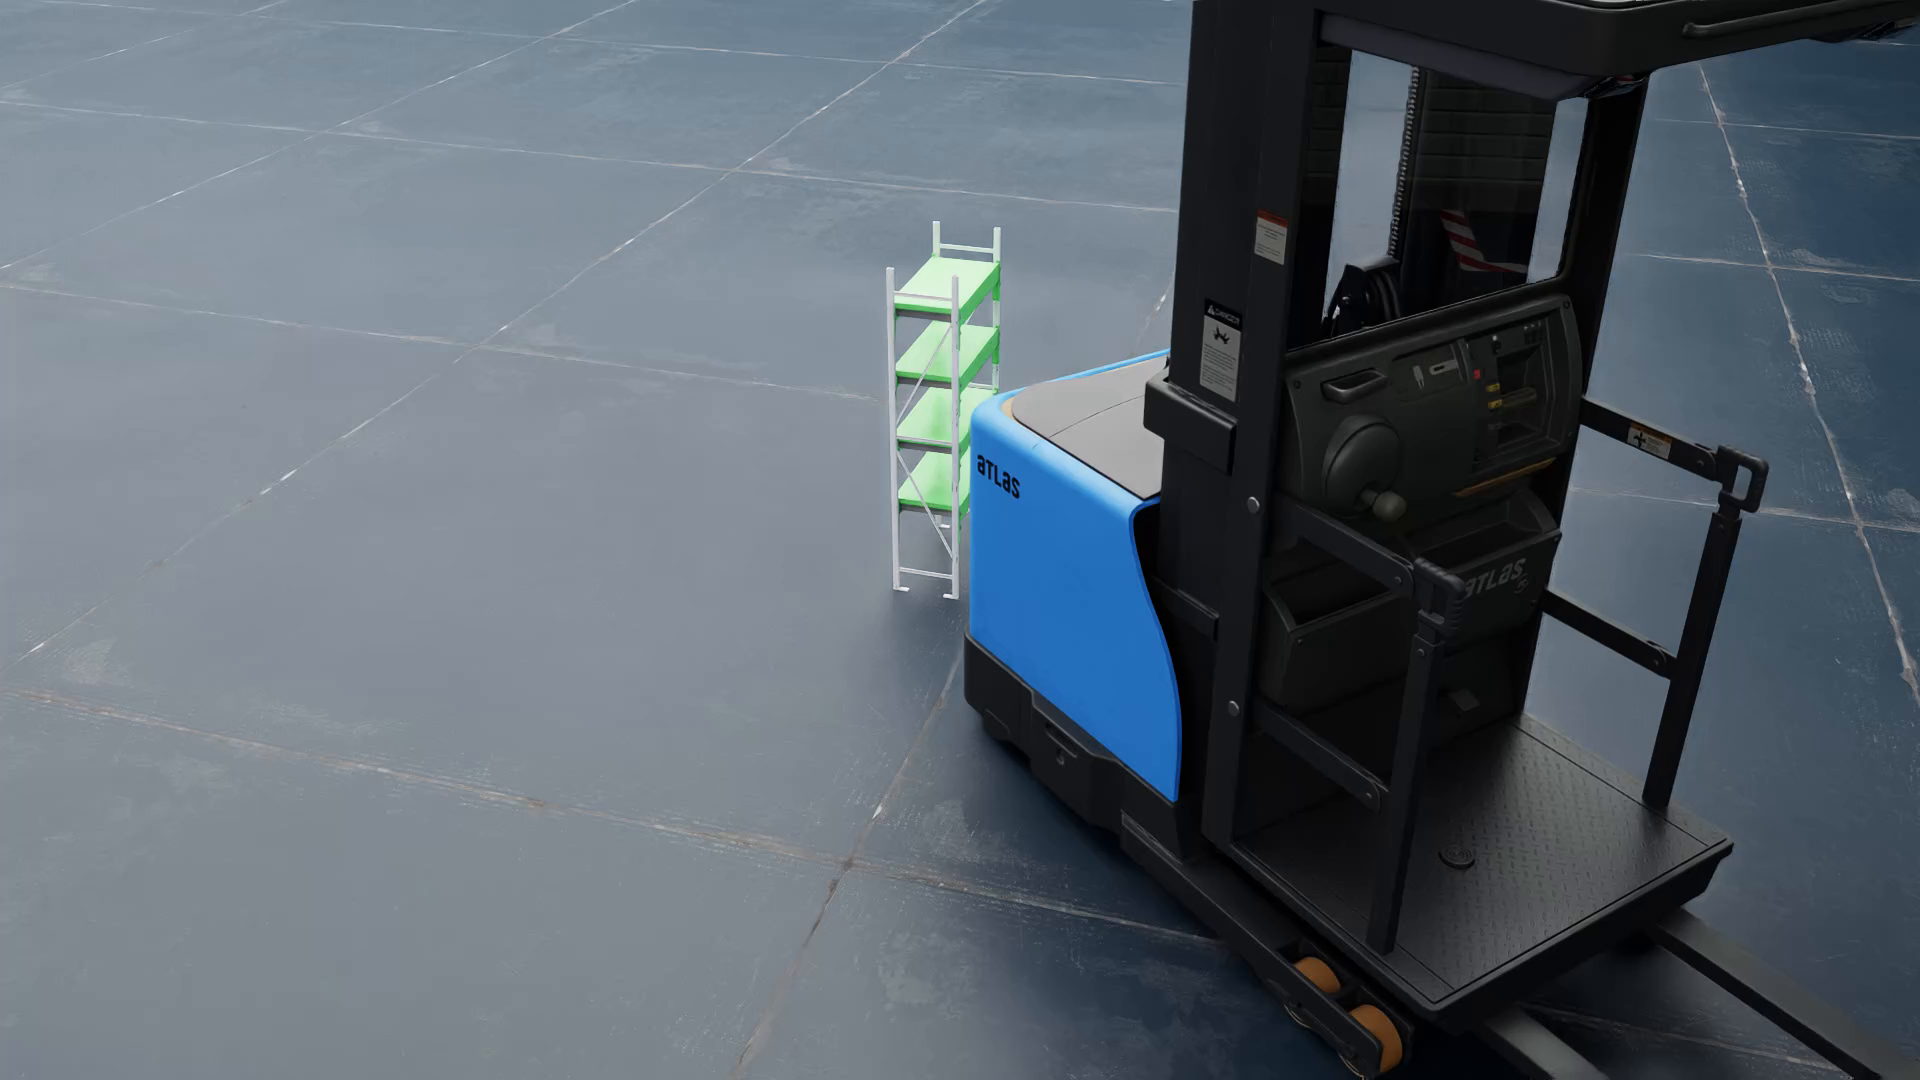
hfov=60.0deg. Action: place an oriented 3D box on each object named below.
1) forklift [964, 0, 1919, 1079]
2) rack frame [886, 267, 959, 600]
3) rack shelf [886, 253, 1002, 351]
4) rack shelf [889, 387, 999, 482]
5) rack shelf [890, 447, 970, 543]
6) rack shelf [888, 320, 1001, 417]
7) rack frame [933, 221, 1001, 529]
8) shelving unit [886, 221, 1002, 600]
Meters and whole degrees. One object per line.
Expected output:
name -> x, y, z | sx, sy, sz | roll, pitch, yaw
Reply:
forklift -> 1.235, -0.268, 3.716 | 1.130, 2.935, 3.031 | -17, 34, -28
rack frame -> -0.120, -0.334, 5.616 | 0.240, 1.200, 0.015 | 8, 30, 15
rack shelf -> -0.049, -0.811, 5.618 | 0.258, 0.148, 0.480 | 8, 30, 15
rack shelf -> -0.049, -0.392, 5.851 | 0.258, 0.148, 0.480 | 8, 30, 15
rack shelf -> -0.049, -0.182, 5.968 | 0.258, 0.148, 0.480 | 8, 30, 15
rack shelf -> -0.049, -0.601, 5.734 | 0.258, 0.148, 0.480 | 8, 30, 15
rack frame -> 0.023, -0.561, 6.024 | 0.240, 1.200, 0.015 | 8, 30, 15
shelving unit -> -0.049, -0.447, 5.820 | 0.258, 1.200, 0.503 | 8, 30, 15
